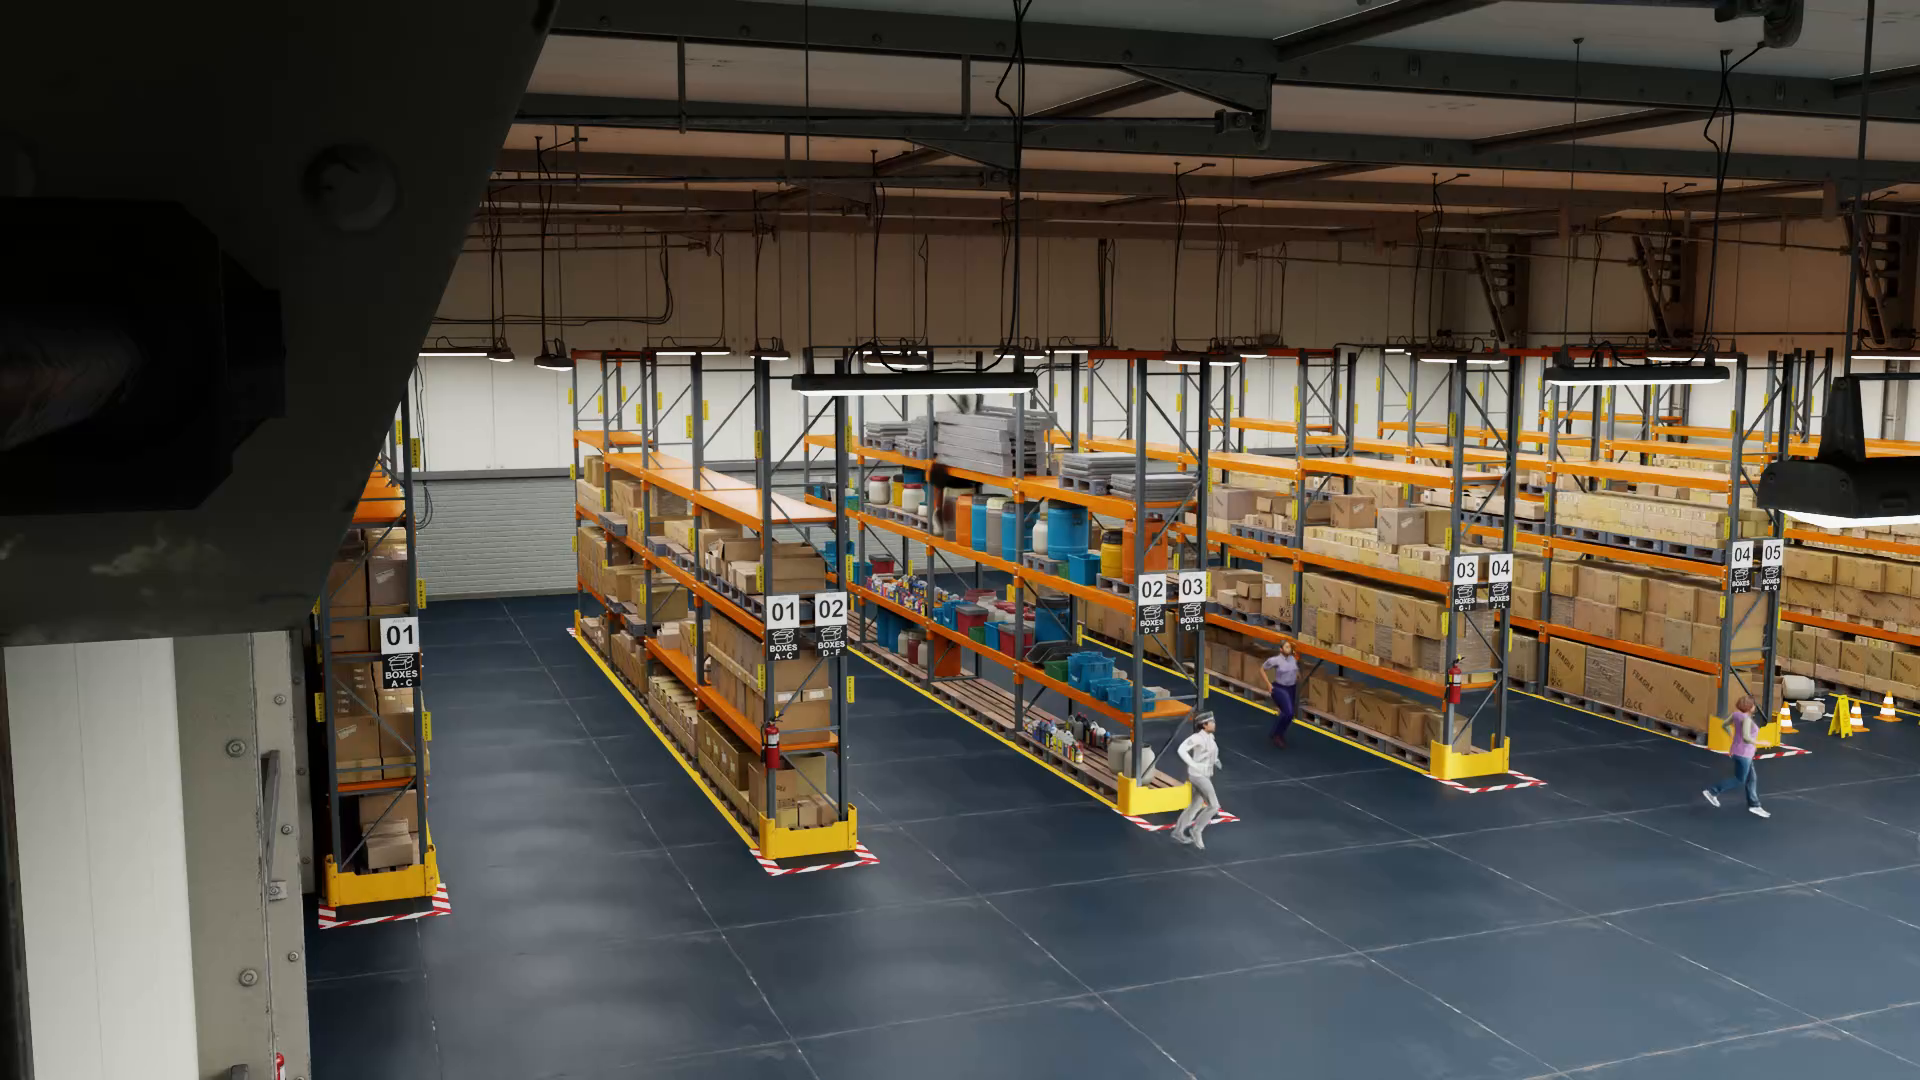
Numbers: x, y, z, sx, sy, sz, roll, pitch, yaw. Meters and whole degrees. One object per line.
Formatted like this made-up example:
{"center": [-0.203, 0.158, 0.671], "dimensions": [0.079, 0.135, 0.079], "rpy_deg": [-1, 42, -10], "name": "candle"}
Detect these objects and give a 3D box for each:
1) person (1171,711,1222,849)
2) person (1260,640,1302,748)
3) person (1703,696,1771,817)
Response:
{"center": [2.960, 2.956, 20.644], "dimensions": [0.622, 1.708, 0.608], "rpy_deg": [3, 8, 24], "name": "person"}
{"center": [4.981, 2.365, 25.512], "dimensions": [0.577, 1.648, 0.672], "rpy_deg": [-5, 9, -35], "name": "person"}
{"center": [10.231, 2.834, 21.837], "dimensions": [0.852, 1.608, 0.556], "rpy_deg": [1, 7, 11], "name": "person"}
